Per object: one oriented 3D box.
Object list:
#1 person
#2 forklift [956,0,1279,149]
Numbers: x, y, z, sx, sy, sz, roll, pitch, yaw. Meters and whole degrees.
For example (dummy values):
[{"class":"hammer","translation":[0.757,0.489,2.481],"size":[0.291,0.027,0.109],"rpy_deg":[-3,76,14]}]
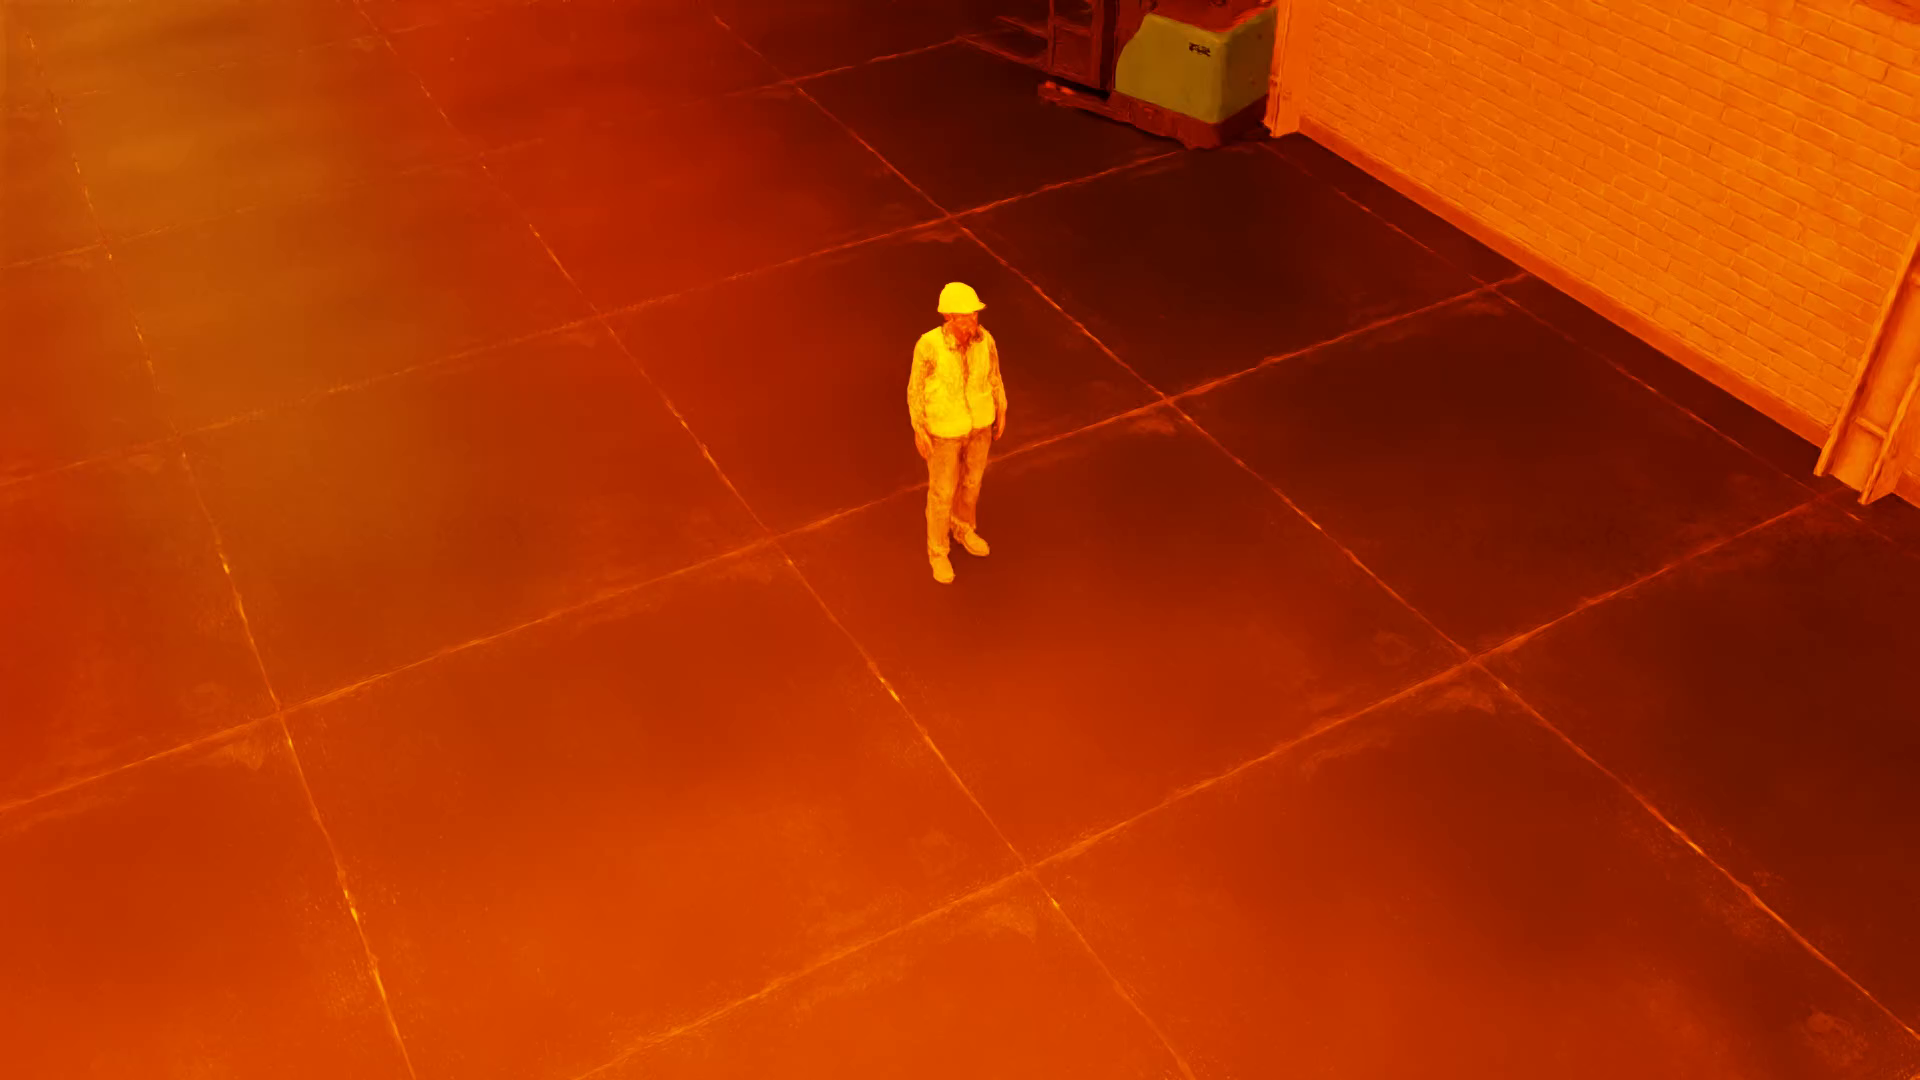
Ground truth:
[{"class":"person","translation":[0.024,-0.651,9.716],"size":[0.632,1.773,0.567],"rpy_deg":[-20,44,-23]},{"class":"forklift","translation":[1.335,-5.272,14.393],"size":[3.031,2.935,1.130],"rpy_deg":[28,47,30]}]
